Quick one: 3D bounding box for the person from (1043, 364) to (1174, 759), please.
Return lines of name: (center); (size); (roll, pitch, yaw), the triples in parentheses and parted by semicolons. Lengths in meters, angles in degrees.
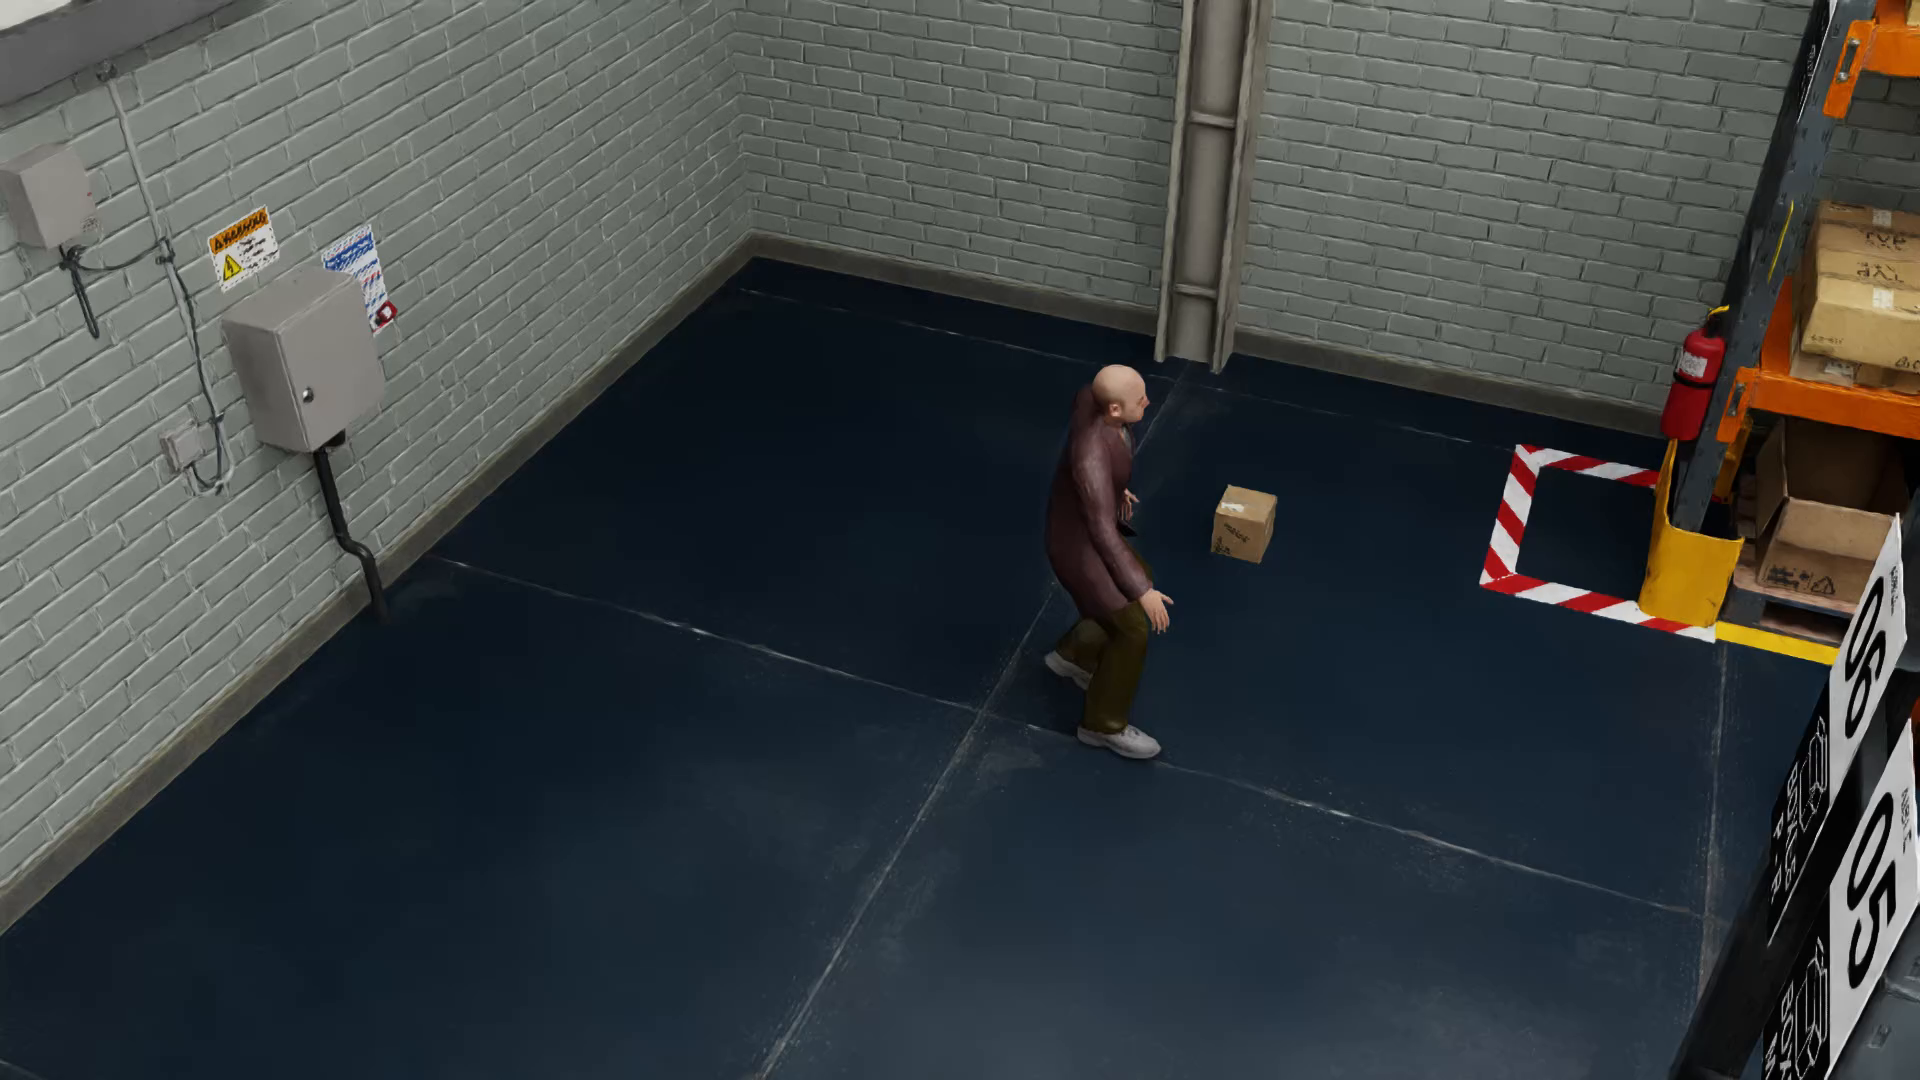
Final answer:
person: (0.602, 0.047, 6.883); (0.494, 1.693, 0.965); (-1, 37, -2)
